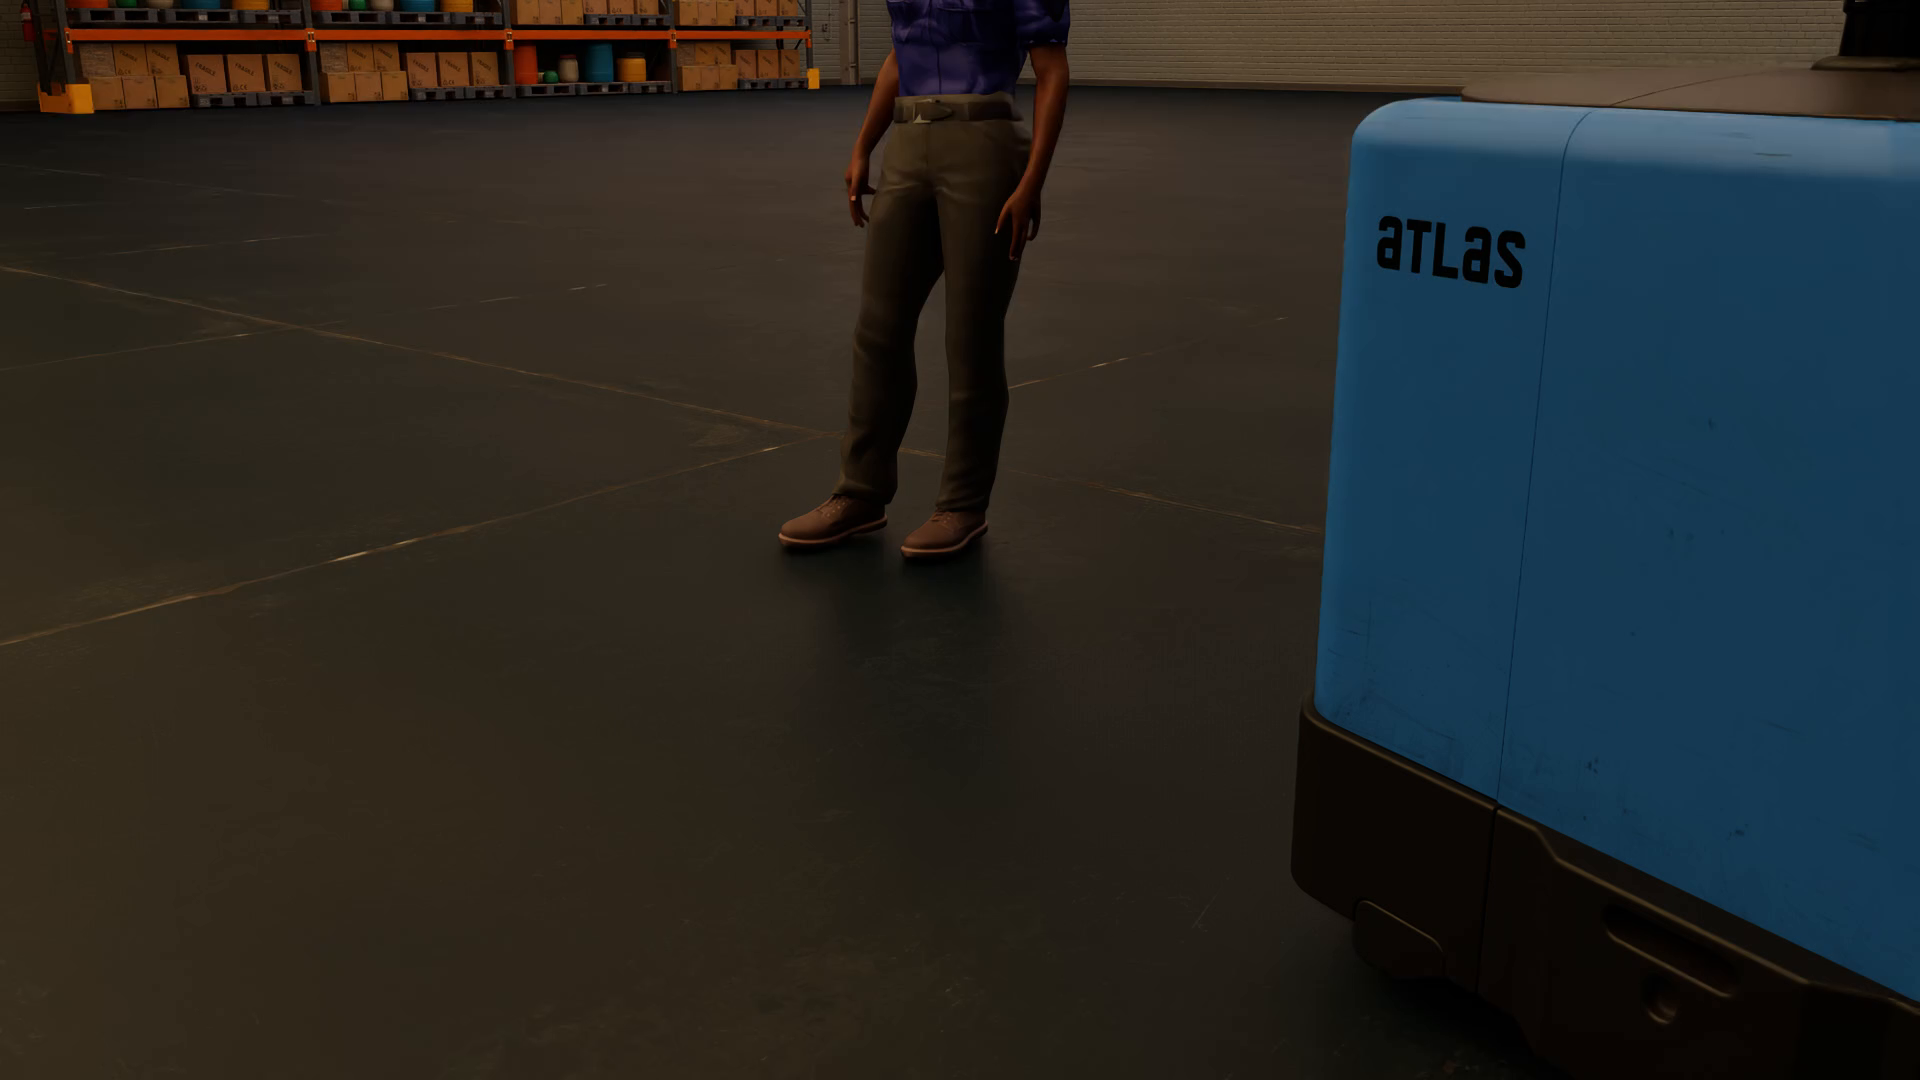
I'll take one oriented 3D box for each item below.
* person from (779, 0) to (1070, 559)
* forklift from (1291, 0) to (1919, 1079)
[{"bbox_3d":[-0.071,-0.782,3.647,0.570,1.654,0.504,13,21,37],"label":"person"},{"bbox_3d":[1.648,-0.602,0.879,1.130,2.935,3.031,-10,20,-30],"label":"forklift"}]
